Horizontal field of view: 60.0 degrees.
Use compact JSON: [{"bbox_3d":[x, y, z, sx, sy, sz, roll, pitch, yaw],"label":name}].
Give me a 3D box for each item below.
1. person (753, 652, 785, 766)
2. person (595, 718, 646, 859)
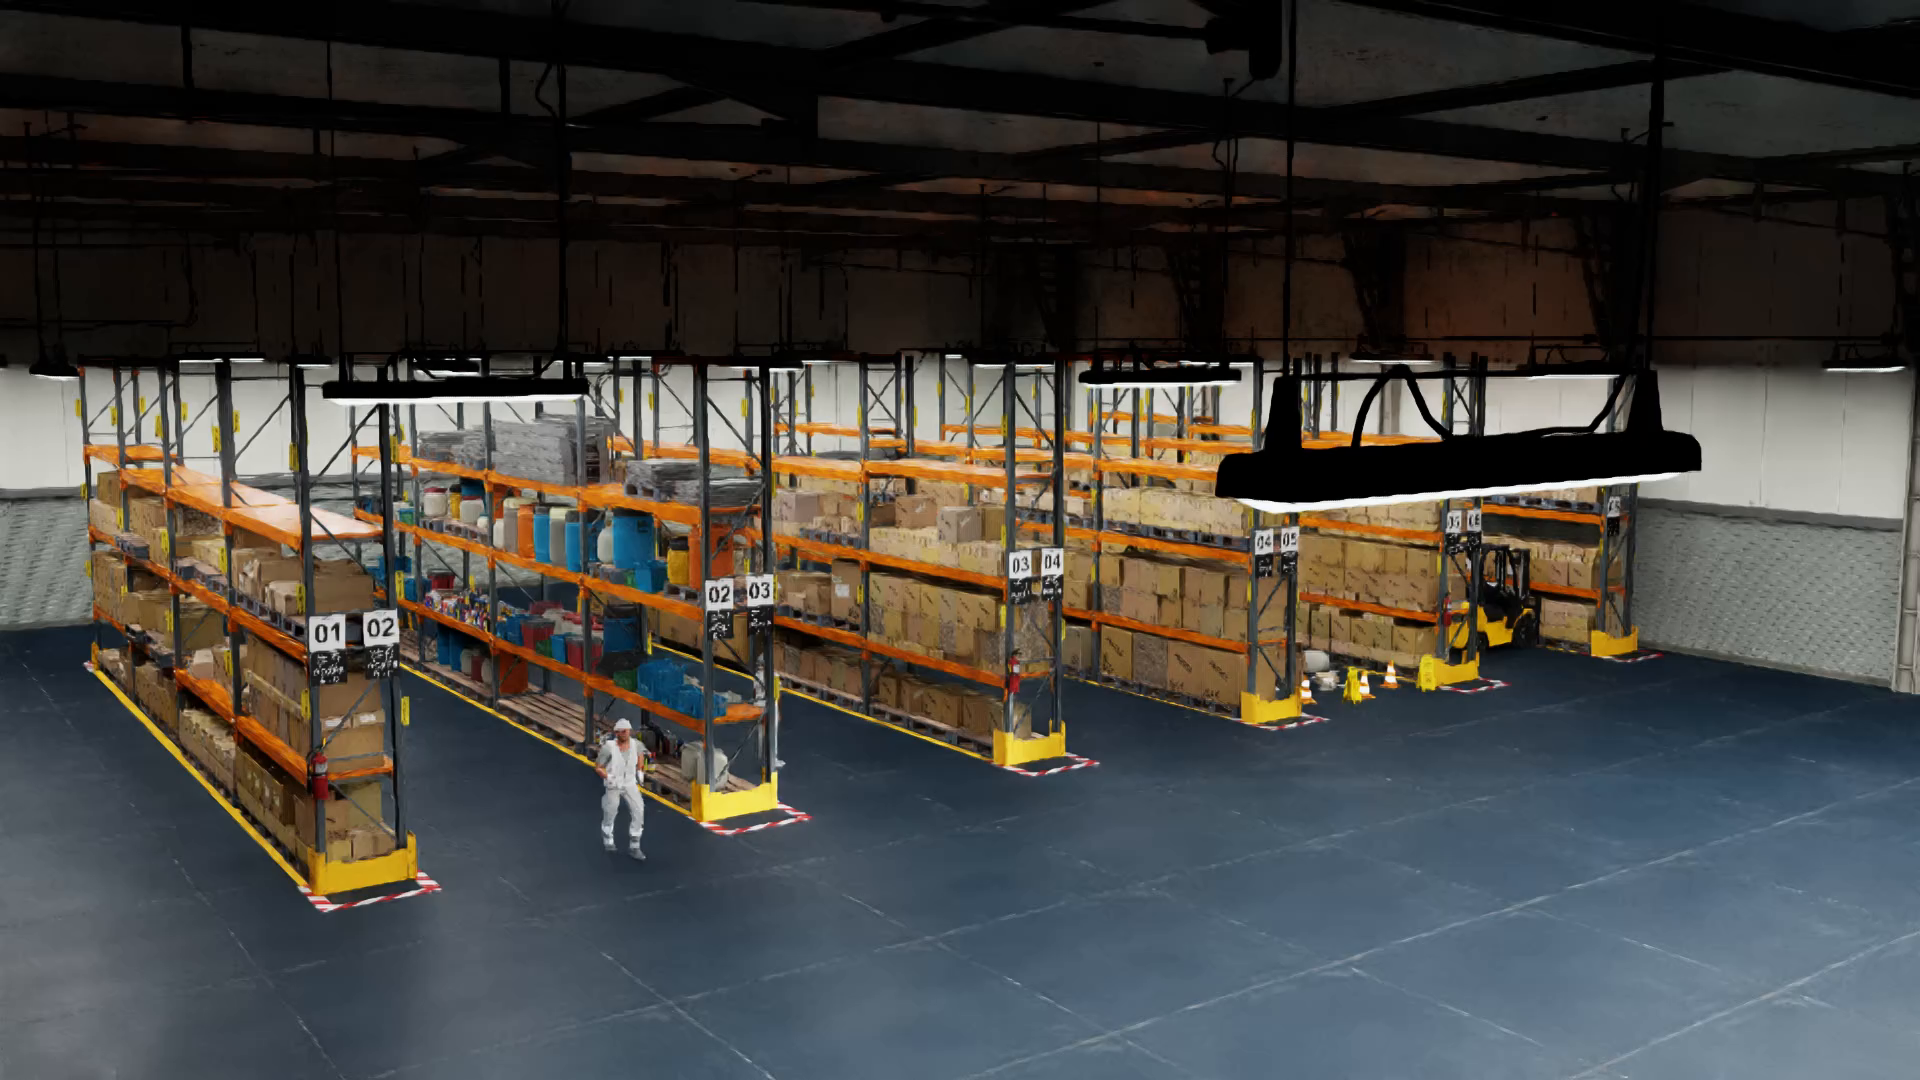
[{"bbox_3d":[-2.845,2.504,24.680,0.507,1.678,0.416,3,8,24],"label":"person"},{"bbox_3d":[-4.129,3.011,20.365,0.703,1.722,0.835,-4,8,-30],"label":"person"}]
